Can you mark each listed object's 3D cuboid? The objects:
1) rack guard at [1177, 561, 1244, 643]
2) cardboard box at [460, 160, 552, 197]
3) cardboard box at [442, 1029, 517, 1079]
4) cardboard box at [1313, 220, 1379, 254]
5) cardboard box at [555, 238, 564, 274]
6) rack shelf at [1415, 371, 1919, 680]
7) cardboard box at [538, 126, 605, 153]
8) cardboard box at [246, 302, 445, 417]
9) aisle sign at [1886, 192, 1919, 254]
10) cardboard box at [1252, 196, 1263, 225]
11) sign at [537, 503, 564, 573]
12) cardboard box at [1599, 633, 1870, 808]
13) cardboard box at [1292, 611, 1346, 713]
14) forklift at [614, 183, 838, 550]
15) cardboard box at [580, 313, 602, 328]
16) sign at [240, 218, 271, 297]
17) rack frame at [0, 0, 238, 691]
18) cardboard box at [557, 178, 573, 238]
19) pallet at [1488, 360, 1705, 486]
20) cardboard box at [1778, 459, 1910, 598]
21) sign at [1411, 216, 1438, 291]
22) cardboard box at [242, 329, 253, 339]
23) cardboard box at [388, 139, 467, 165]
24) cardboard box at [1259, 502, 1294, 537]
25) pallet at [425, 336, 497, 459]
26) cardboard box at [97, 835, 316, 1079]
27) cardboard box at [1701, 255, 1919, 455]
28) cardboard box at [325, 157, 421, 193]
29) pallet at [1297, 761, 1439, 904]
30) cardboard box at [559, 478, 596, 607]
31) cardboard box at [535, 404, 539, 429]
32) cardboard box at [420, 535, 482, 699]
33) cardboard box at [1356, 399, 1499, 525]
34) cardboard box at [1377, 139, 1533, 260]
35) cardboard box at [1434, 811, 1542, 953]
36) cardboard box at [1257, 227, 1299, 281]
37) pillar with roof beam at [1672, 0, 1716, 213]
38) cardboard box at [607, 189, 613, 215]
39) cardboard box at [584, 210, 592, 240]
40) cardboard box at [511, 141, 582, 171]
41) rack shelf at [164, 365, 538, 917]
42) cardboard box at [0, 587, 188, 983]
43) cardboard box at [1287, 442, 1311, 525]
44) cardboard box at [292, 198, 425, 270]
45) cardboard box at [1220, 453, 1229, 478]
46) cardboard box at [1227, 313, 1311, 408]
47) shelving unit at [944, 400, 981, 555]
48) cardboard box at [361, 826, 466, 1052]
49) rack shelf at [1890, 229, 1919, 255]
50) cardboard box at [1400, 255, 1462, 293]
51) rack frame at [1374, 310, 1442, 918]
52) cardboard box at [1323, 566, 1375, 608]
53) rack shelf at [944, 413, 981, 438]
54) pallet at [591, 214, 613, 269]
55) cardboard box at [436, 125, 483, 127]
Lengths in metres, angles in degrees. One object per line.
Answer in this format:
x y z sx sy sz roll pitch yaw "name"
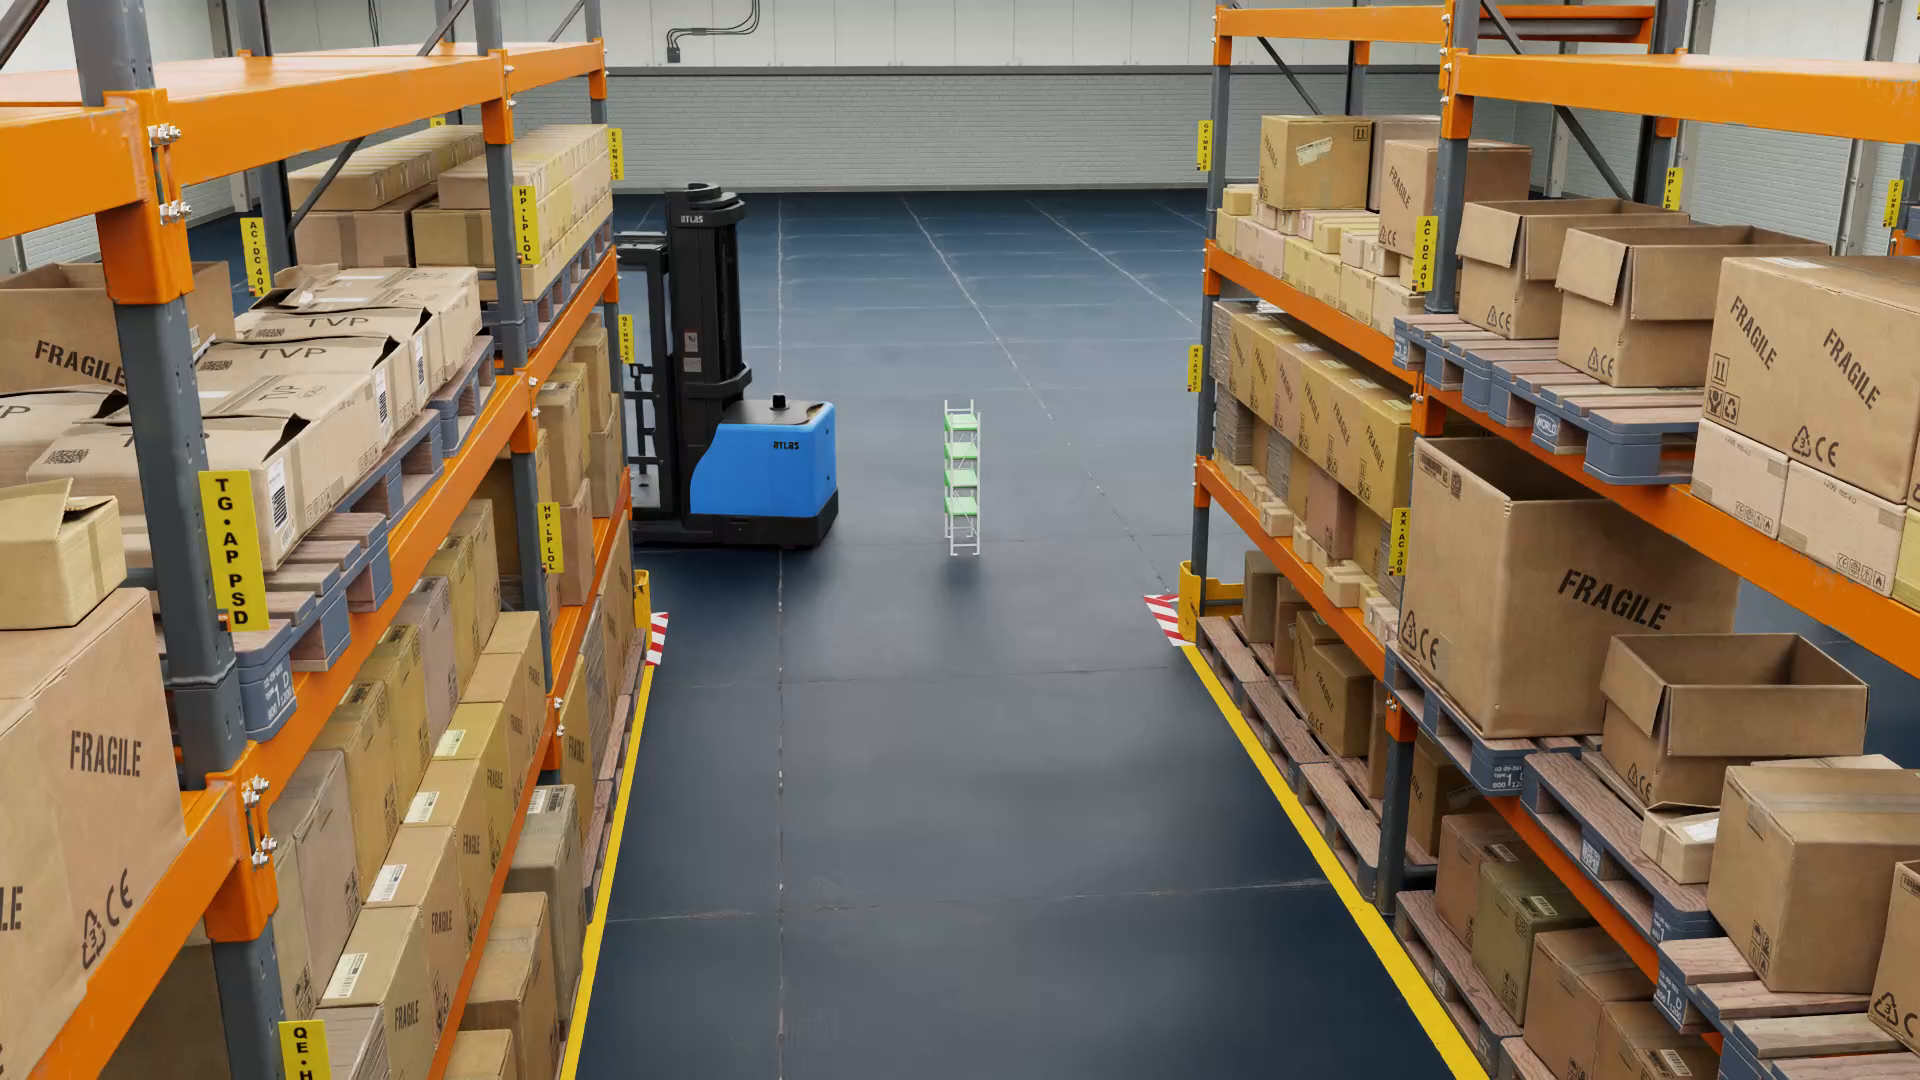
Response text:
2.177 0.426 11.985 1.175 0.500 0.348 -2 18 -6 "rack guard"
-2.115 -1.684 7.747 0.380 0.149 0.250 -2 18 -6 "cardboard box"
-2.017 2.146 5.389 1.050 0.750 0.750 -2 17 -5 "cardboard box"
2.120 -1.628 8.930 0.380 0.149 0.250 -1 17 -3 "cardboard box"
-2.140 -1.379 8.104 0.380 0.149 0.250 -2 18 -7 "cardboard box"
2.788 -0.089 5.647 1.077 0.370 4.000 -2 18 -6 "rack shelf"
-2.378 -2.441 10.158 0.380 0.149 0.250 -2 18 -5 "cardboard box"
-1.963 -0.595 5.339 0.500 0.311 0.500 -2 18 -8 "cardboard box"
6.797 -2.195 11.820 0.394 0.787 0.004 -2 18 -6 "aisle sign"
2.004 -2.015 10.163 0.380 0.149 0.250 -1 17 -3 "cardboard box"
-1.824 -0.009 7.396 0.100 0.325 0.005 -2 18 -6 "sign"
2.852 0.667 6.172 0.797 0.503 0.637 0 17 0 "cardboard box"
2.358 0.754 10.240 0.500 0.500 0.500 0 17 0 "cardboard box"
-2.629 -1.492 14.036 3.031 2.935 1.130 2 18 7 "forklift"
-2.775 -1.141 10.750 0.875 0.550 0.550 -2 18 -6 "cardboard box"
-2.914 -1.172 6.900 0.100 0.325 0.005 -2 18 -6 "sign"
-1.950 -1.145 2.800 1.000 3.000 0.127 -2 18 -6 "rack frame"
-2.240 -1.679 8.394 0.500 0.250 0.500 -2 18 -6 "cardboard box"
2.649 -0.443 5.885 1.213 0.211 1.003 -2 18 -6 "pallet"
2.637 -0.047 4.561 0.500 0.250 0.500 -2 18 -6 "cardboard box"
2.043 -1.256 7.299 0.100 0.325 0.005 -2 18 -6 "sign"
-2.380 -0.525 5.191 0.396 0.266 0.258 -2 18 -6 "cardboard box"
-2.927 -2.118 9.127 0.380 0.149 0.250 -2 18 -6 "cardboard box"
2.020 -0.127 9.993 0.380 0.149 0.250 -2 18 -6 "cardboard box"
-2.219 -0.542 6.209 0.805 0.209 1.217 -2 18 -8 "pallet"
-1.986 1.059 3.961 0.700 0.500 0.500 -2 18 -6 "cardboard box"
2.597 -0.558 4.937 0.500 0.500 0.500 -1 17 -5 "cardboard box"
-2.794 -1.738 7.917 0.380 0.149 0.250 -1 17 -5 "cardboard box"
2.477 1.534 8.938 1.003 0.211 1.213 -2 18 -6 "pallet"
-2.430 0.017 8.865 0.875 0.550 0.550 -2 18 -6 "cardboard box"
-2.539 -0.332 8.174 0.875 0.550 0.550 -2 18 -6 "cardboard box"
-2.250 0.302 6.371 0.700 0.500 0.500 -2 18 -7 "cardboard box"
2.262 -0.390 8.077 0.500 0.500 0.500 -2 18 -6 "cardboard box"
2.282 -1.583 7.705 0.500 0.500 0.500 -2 18 -7 "cardboard box"
2.624 1.569 7.610 0.700 0.500 0.500 -3 18 -10 "cardboard box"
2.068 -1.696 9.814 0.500 0.250 0.500 -2 18 -6 "cardboard box"
11.125 -10.946 34.020 9.100 9.000 0.400 -2 18 -6 "pillar with roof beam"
-2.403 -2.137 10.519 0.380 0.149 0.250 -2 18 -6 "cardboard box"
-2.273 -1.758 9.313 0.380 0.149 0.250 -2 18 -5 "cardboard box"
-2.245 -2.061 8.948 0.380 0.149 0.250 -2 18 -5 "cardboard box"
-2.156 0.034 5.255 1.077 0.370 4.000 -2 18 -6 "rack shelf"
-1.638 0.401 2.717 0.500 0.500 0.500 -2 18 -6 "cardboard box"
2.418 -0.369 9.681 0.875 0.500 0.500 -2 18 -6 "cardboard box"
-2.668 -1.363 7.387 0.500 0.250 0.500 -2 18 -6 "cardboard box"
1.968 -0.502 11.187 0.380 0.149 0.250 -2 18 -6 "cardboard box"
1.999 -1.134 10.449 0.500 0.500 0.500 -2 18 -6 "cardboard box"
0.017 -0.523 13.840 0.258 1.200 0.503 -2 18 -6 "shelving unit"
-1.834 1.226 5.097 0.500 0.500 0.500 -2 18 -6 "cardboard box"
7.302 -1.434 9.931 1.077 0.370 4.000 -2 18 -6 "rack shelf"
2.261 -1.235 7.680 0.380 0.149 0.250 -1 17 -4 "cardboard box"
2.582 0.403 7.887 1.000 3.000 0.127 -2 18 -6 "rack frame"
2.148 0.245 8.807 0.380 0.149 0.250 -2 18 -6 "cardboard box"
0.017 -0.920 13.716 0.258 0.148 0.480 -2 18 -6 "rack shelf"
-2.688 -1.834 10.152 1.003 0.211 1.213 -2 18 -6 "pallet"
-3.057 -2.496 10.334 0.380 0.149 0.250 -2 17 -5 "cardboard box"
